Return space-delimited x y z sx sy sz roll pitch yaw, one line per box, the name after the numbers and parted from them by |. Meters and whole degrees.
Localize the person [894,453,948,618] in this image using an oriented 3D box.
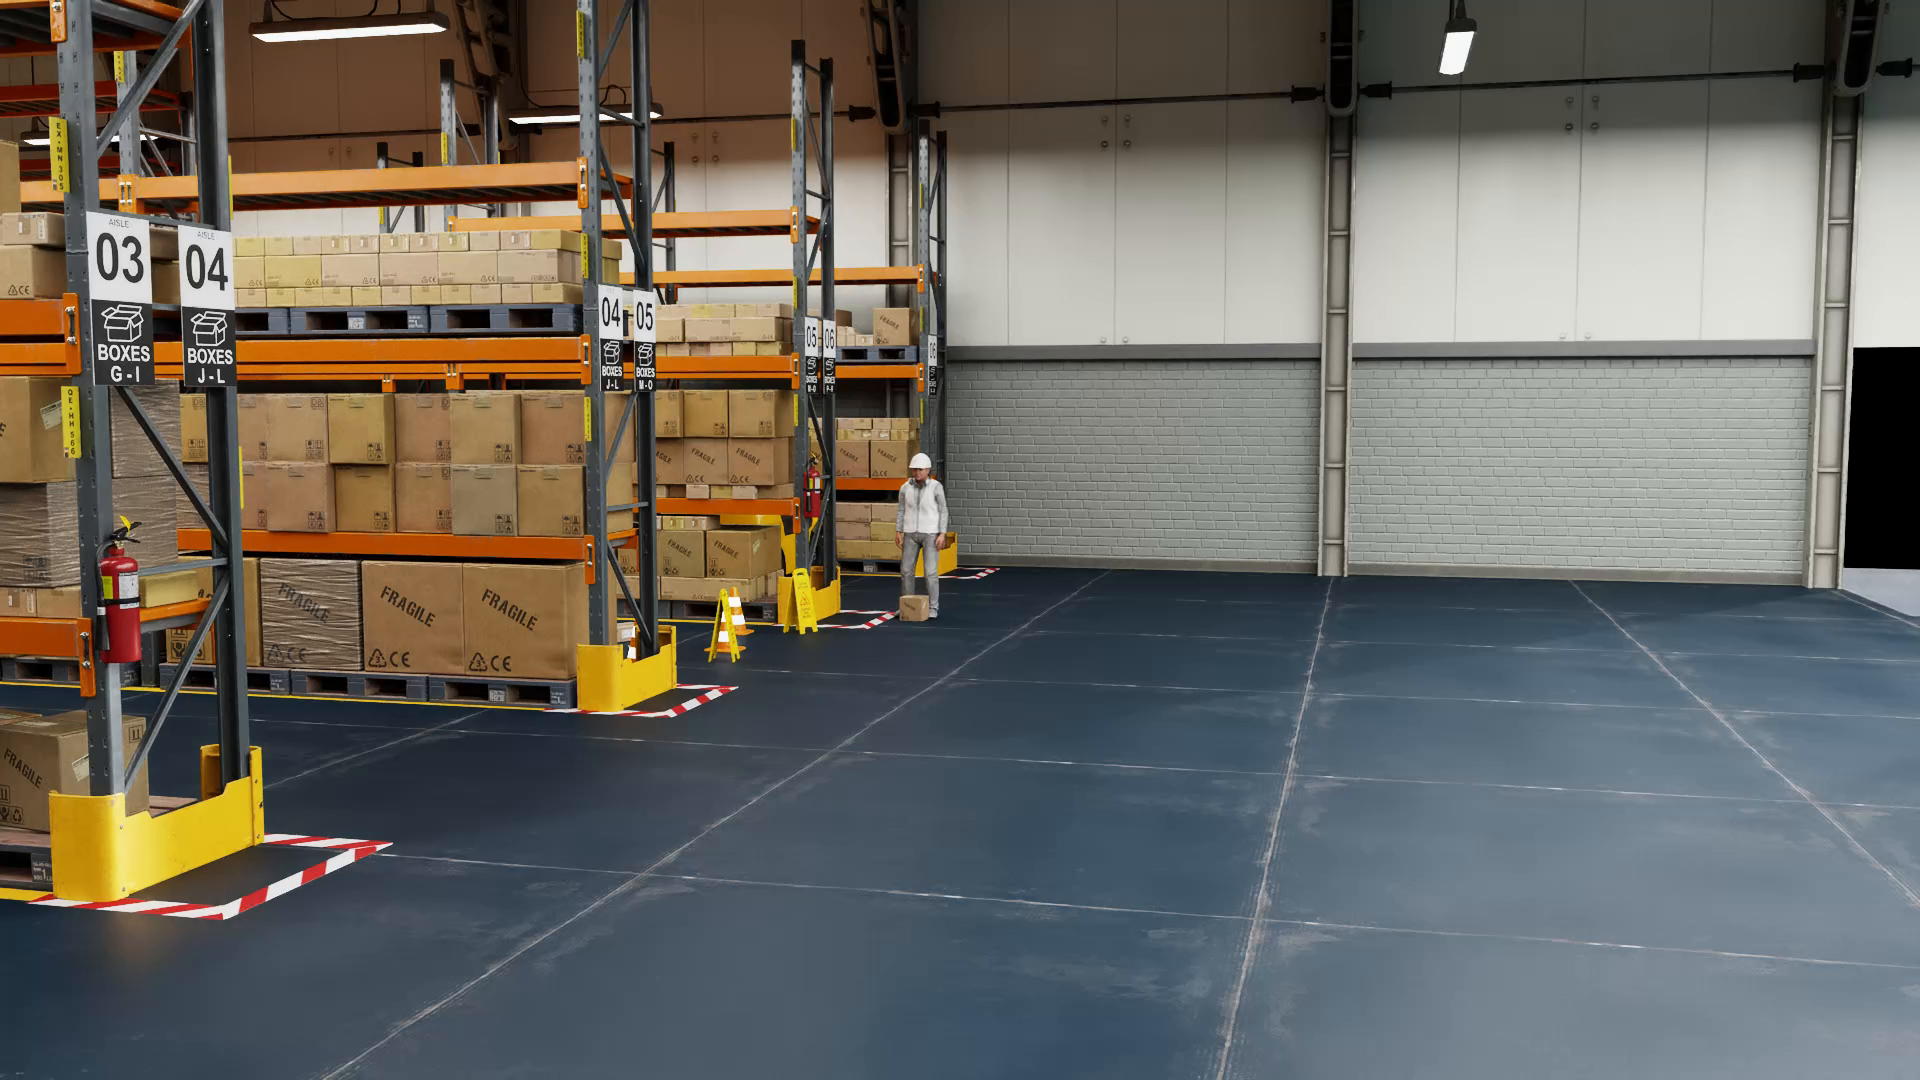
-0.419 -0.052 17.969 0.581 1.772 0.460 2 5 19 | person
